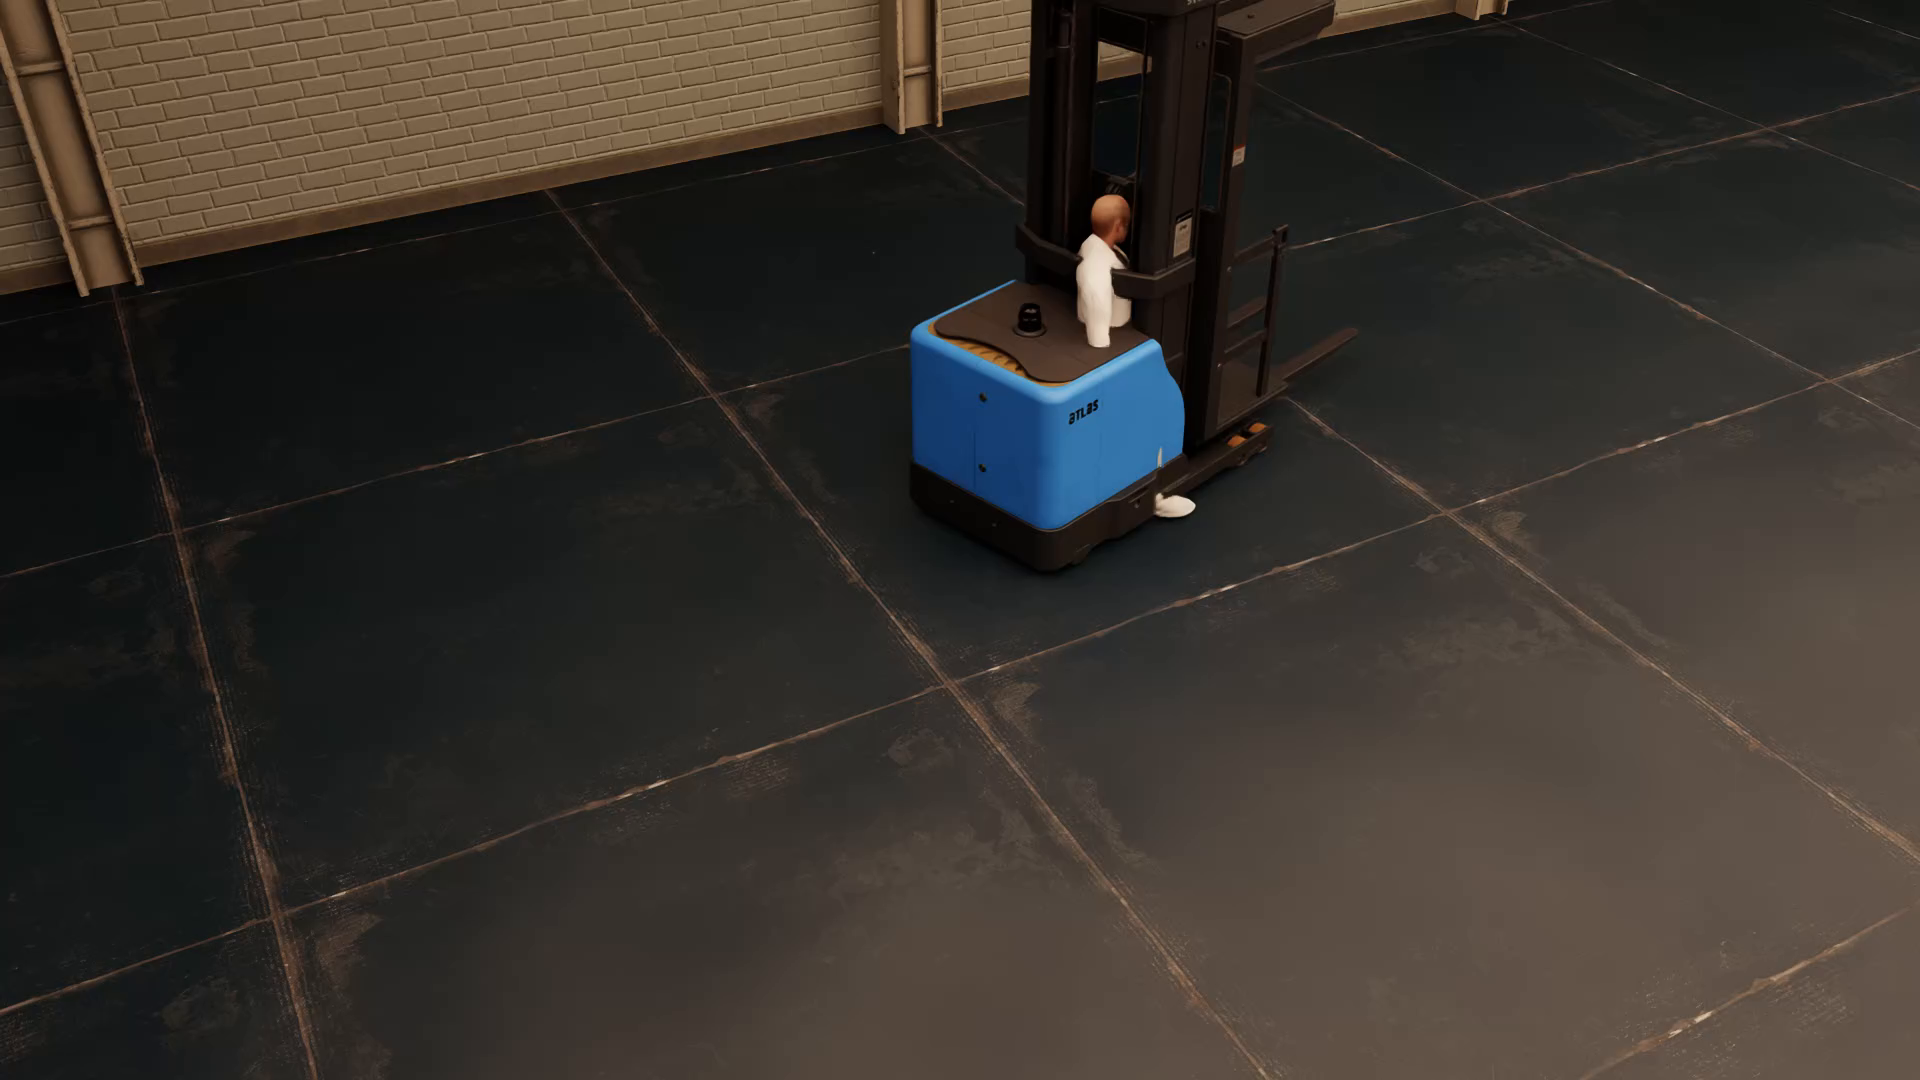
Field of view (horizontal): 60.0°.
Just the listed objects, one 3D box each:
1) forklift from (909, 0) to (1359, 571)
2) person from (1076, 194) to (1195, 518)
[{"bbox_3d":[1.124,-1.795,8.663,1.130,2.935,3.031,29,45,35],"label":"forklift"},{"bbox_3d":[0.865,-0.930,8.505,0.756,1.704,0.803,0,35,0],"label":"person"}]
